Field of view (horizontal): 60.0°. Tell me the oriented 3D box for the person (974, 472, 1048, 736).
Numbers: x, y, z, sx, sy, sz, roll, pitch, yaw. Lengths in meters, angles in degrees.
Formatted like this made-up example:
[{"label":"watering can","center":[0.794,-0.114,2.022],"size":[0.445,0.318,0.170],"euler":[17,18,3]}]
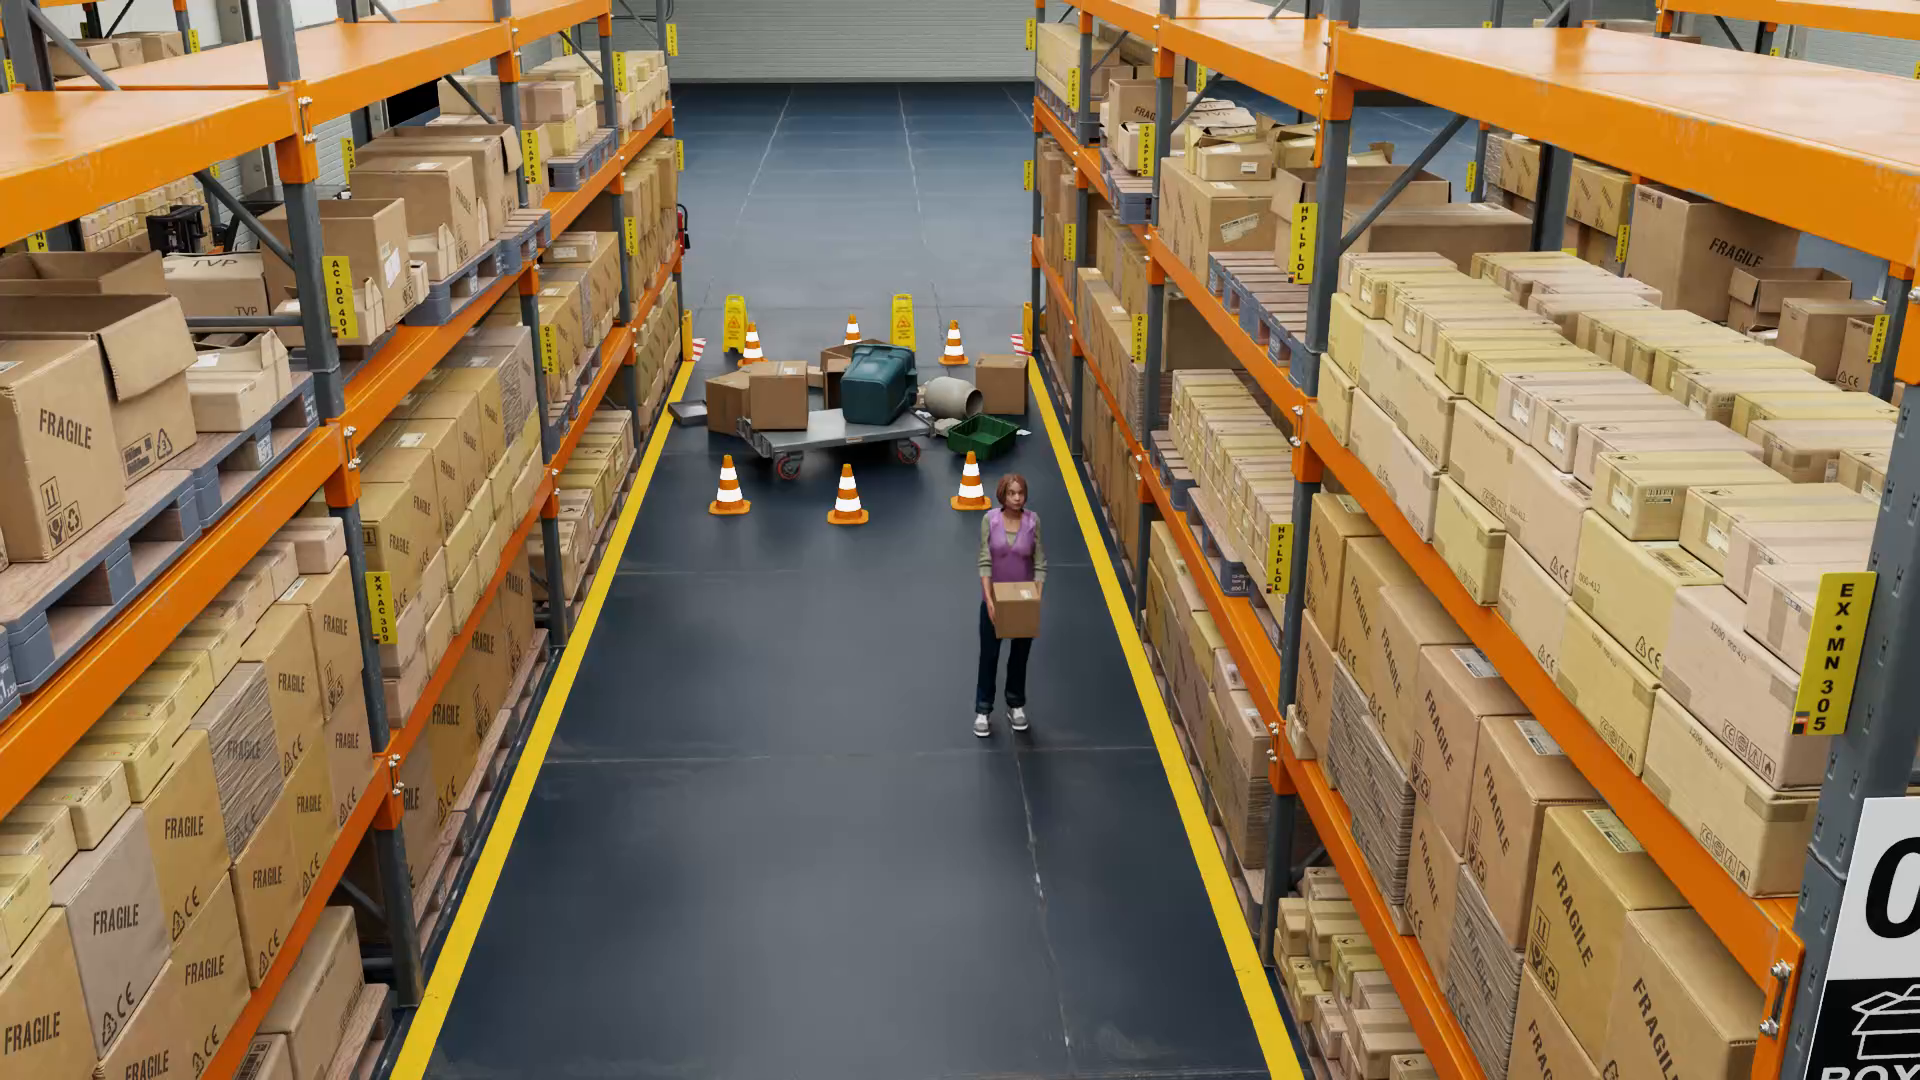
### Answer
[{"label":"person","center":[0.301,0.393,10.045],"size":[0.453,1.601,0.448],"euler":[-1,21,-4]}]
